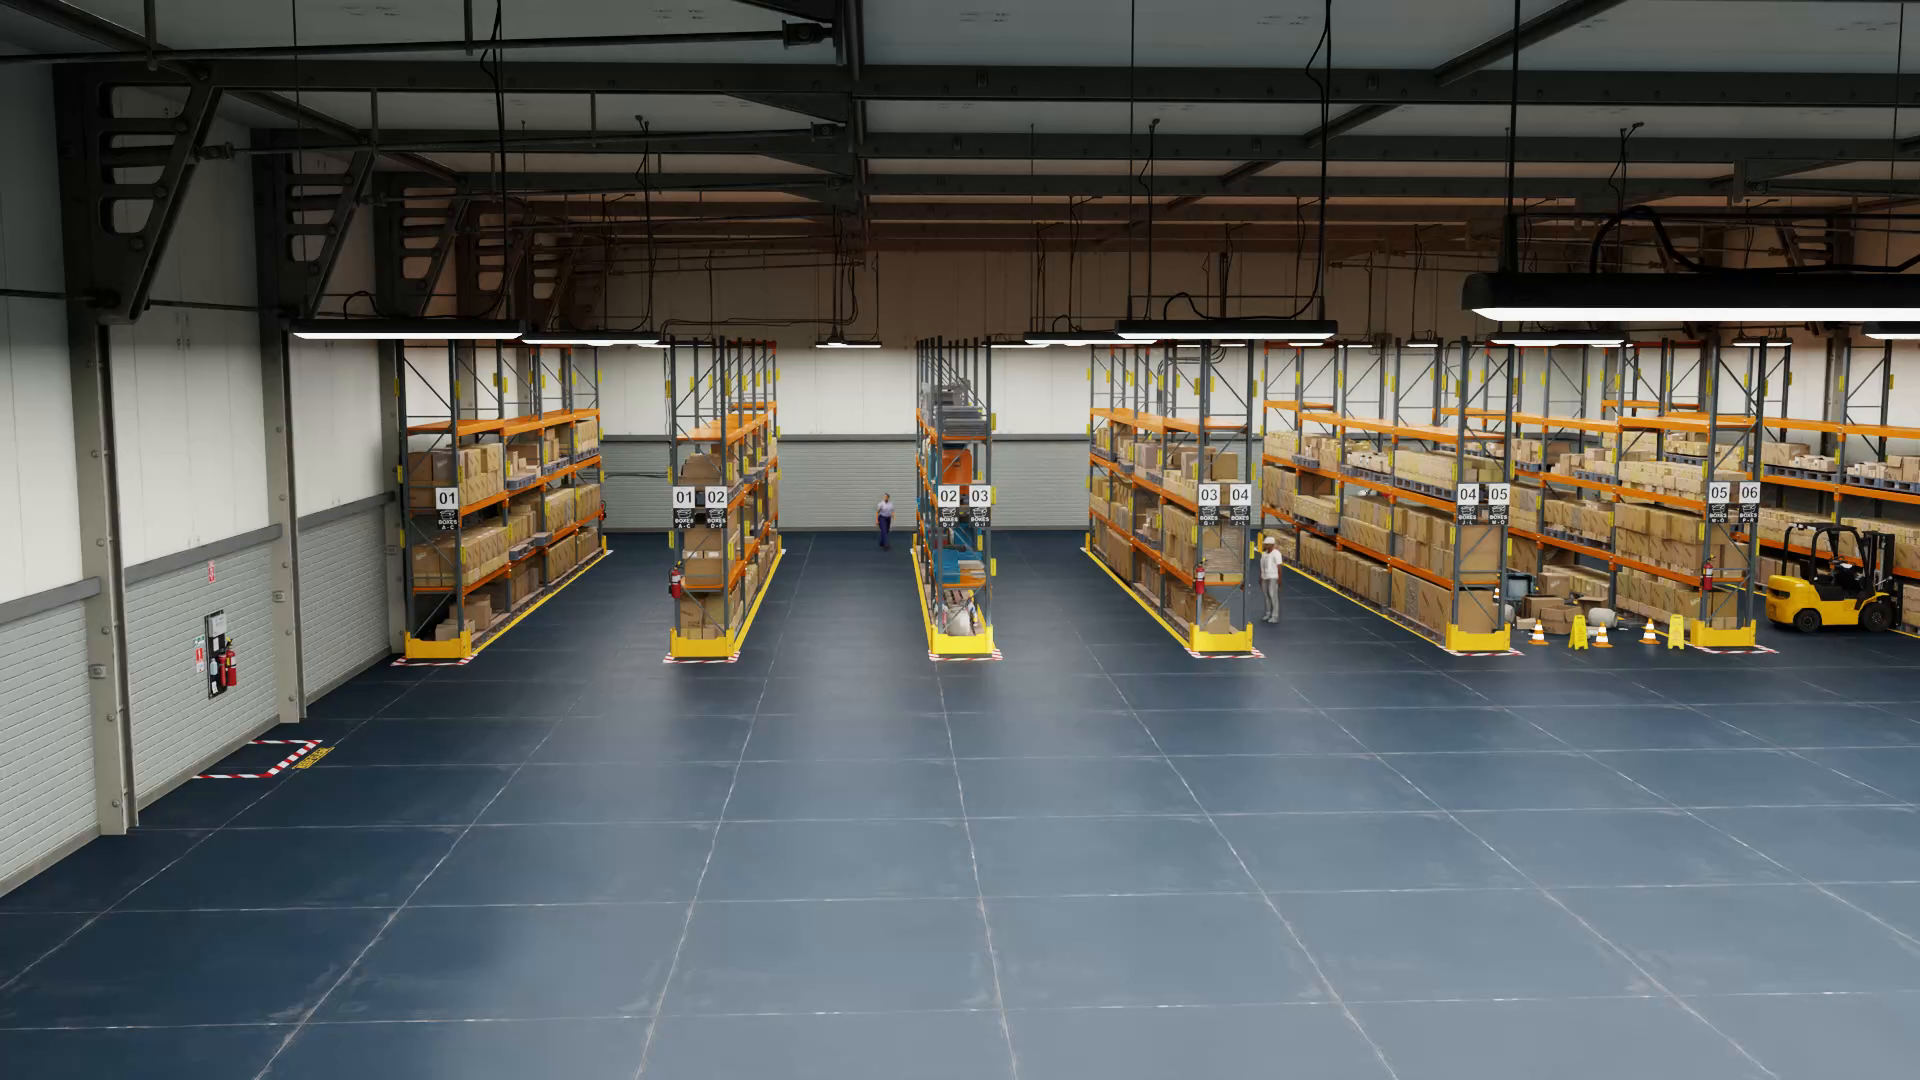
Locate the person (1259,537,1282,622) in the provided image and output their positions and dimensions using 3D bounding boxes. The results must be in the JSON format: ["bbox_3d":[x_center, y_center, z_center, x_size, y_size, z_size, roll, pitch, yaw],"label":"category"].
[{"bbox_3d":[6.567,0.828,35.367,0.462,1.772,0.671,-4,7,-28],"label":"person"}]

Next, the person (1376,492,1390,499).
[{"bbox_3d":[13.312,-1.055,52.157,0.876,1.683,0.577,-2,7,-14],"label":"person"}]

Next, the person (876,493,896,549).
[{"bbox_3d":[-2.143,-0.556,48.191,0.868,1.610,0.575,6,9,43],"label":"person"}]
